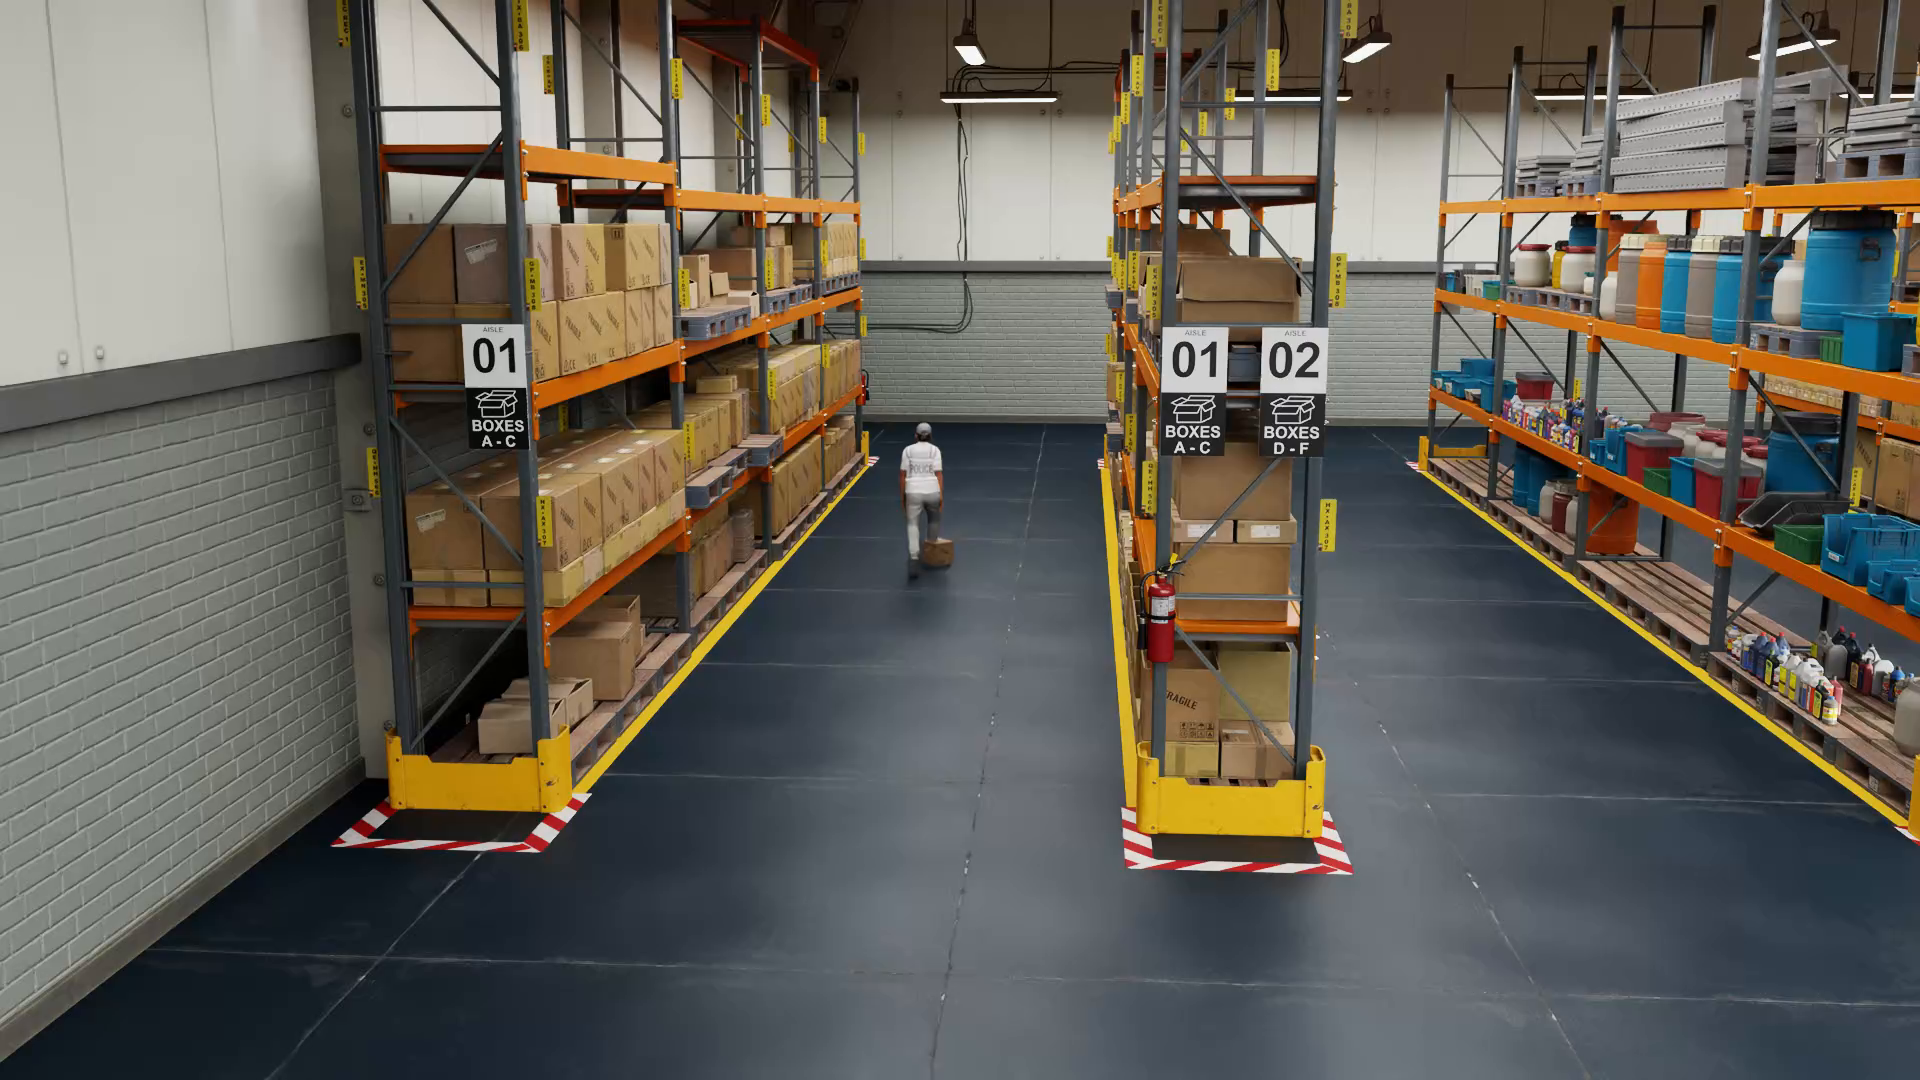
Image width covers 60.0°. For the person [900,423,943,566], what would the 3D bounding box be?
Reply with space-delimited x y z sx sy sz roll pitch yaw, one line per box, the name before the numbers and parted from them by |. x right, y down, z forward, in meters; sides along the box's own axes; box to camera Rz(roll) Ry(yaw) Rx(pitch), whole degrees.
person | -0.431 -0.498 18.597 0.490 1.594 1.024 0 11 -2
